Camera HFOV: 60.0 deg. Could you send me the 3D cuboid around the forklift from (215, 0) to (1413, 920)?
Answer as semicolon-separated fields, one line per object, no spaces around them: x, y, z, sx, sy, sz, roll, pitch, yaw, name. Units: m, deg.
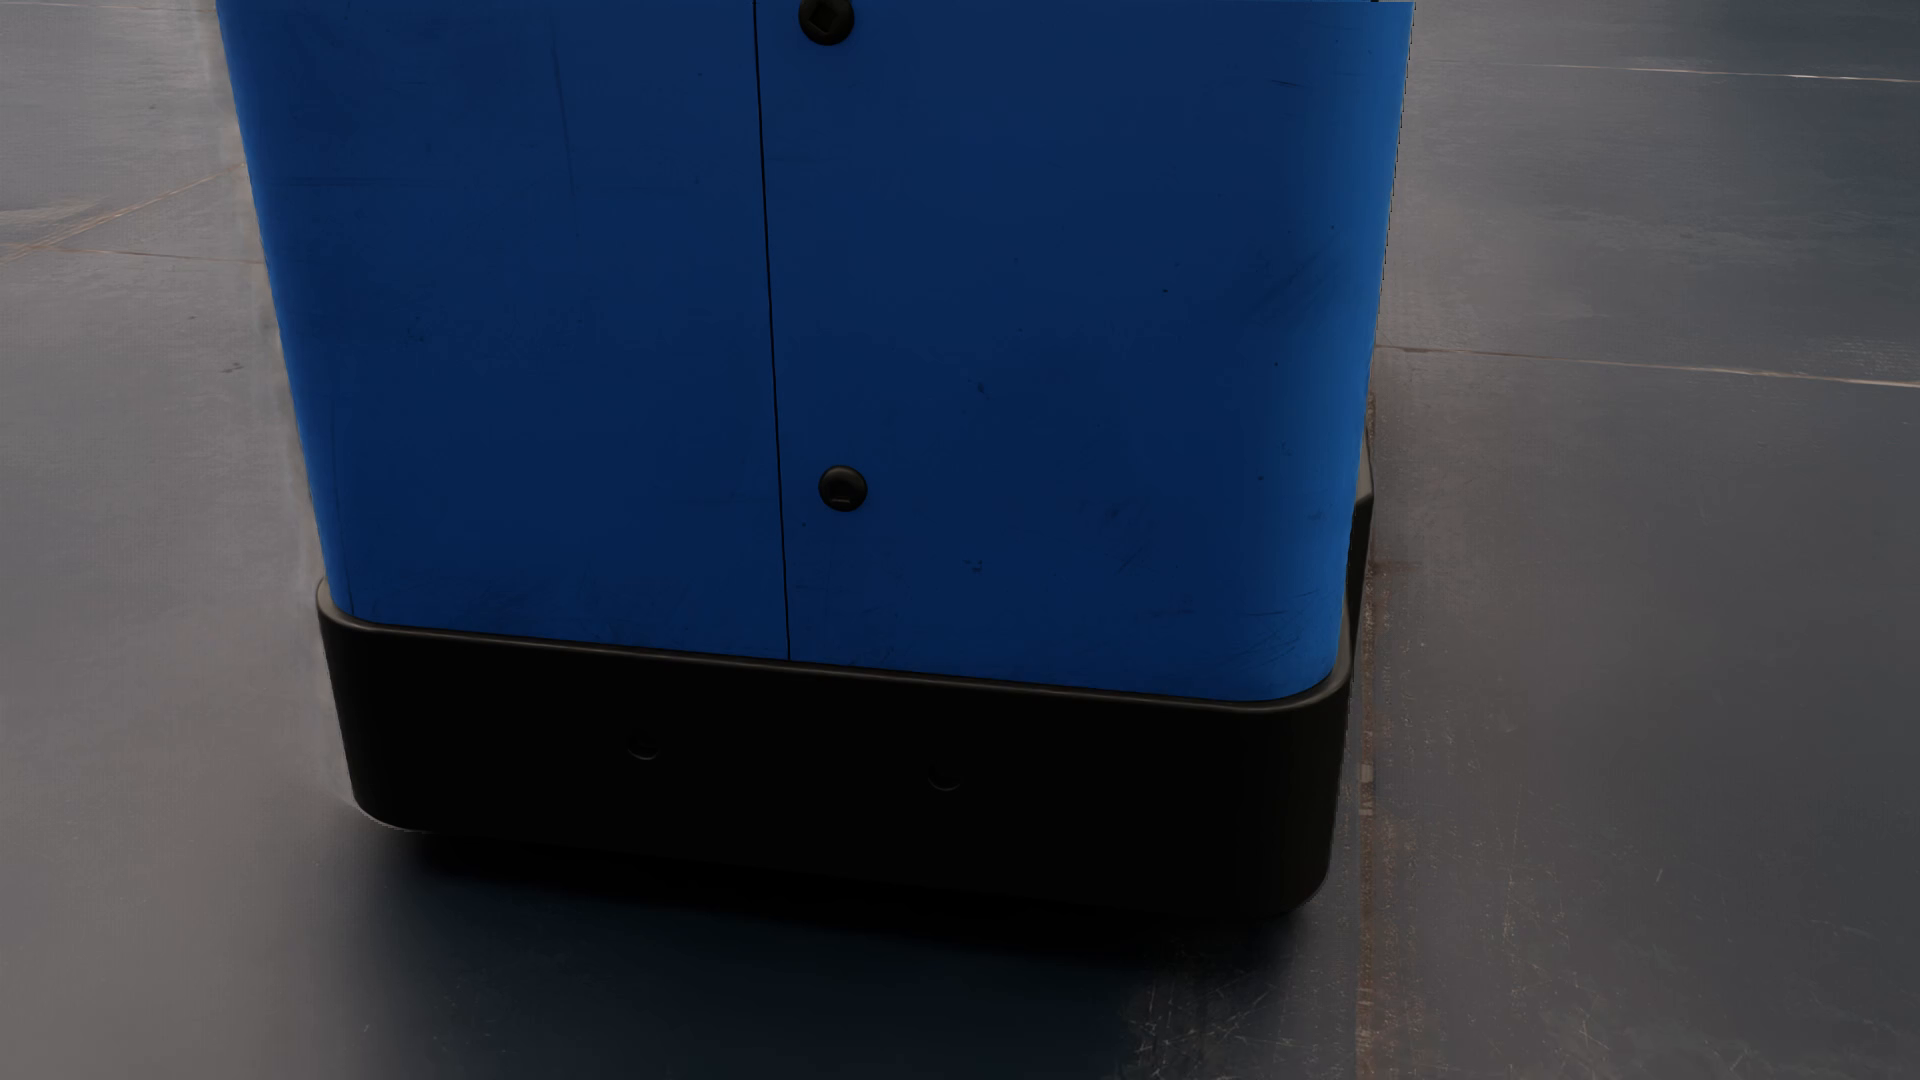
0.097;-1.581;2.379;1.130;2.935;3.031;4;27;9;forklift
